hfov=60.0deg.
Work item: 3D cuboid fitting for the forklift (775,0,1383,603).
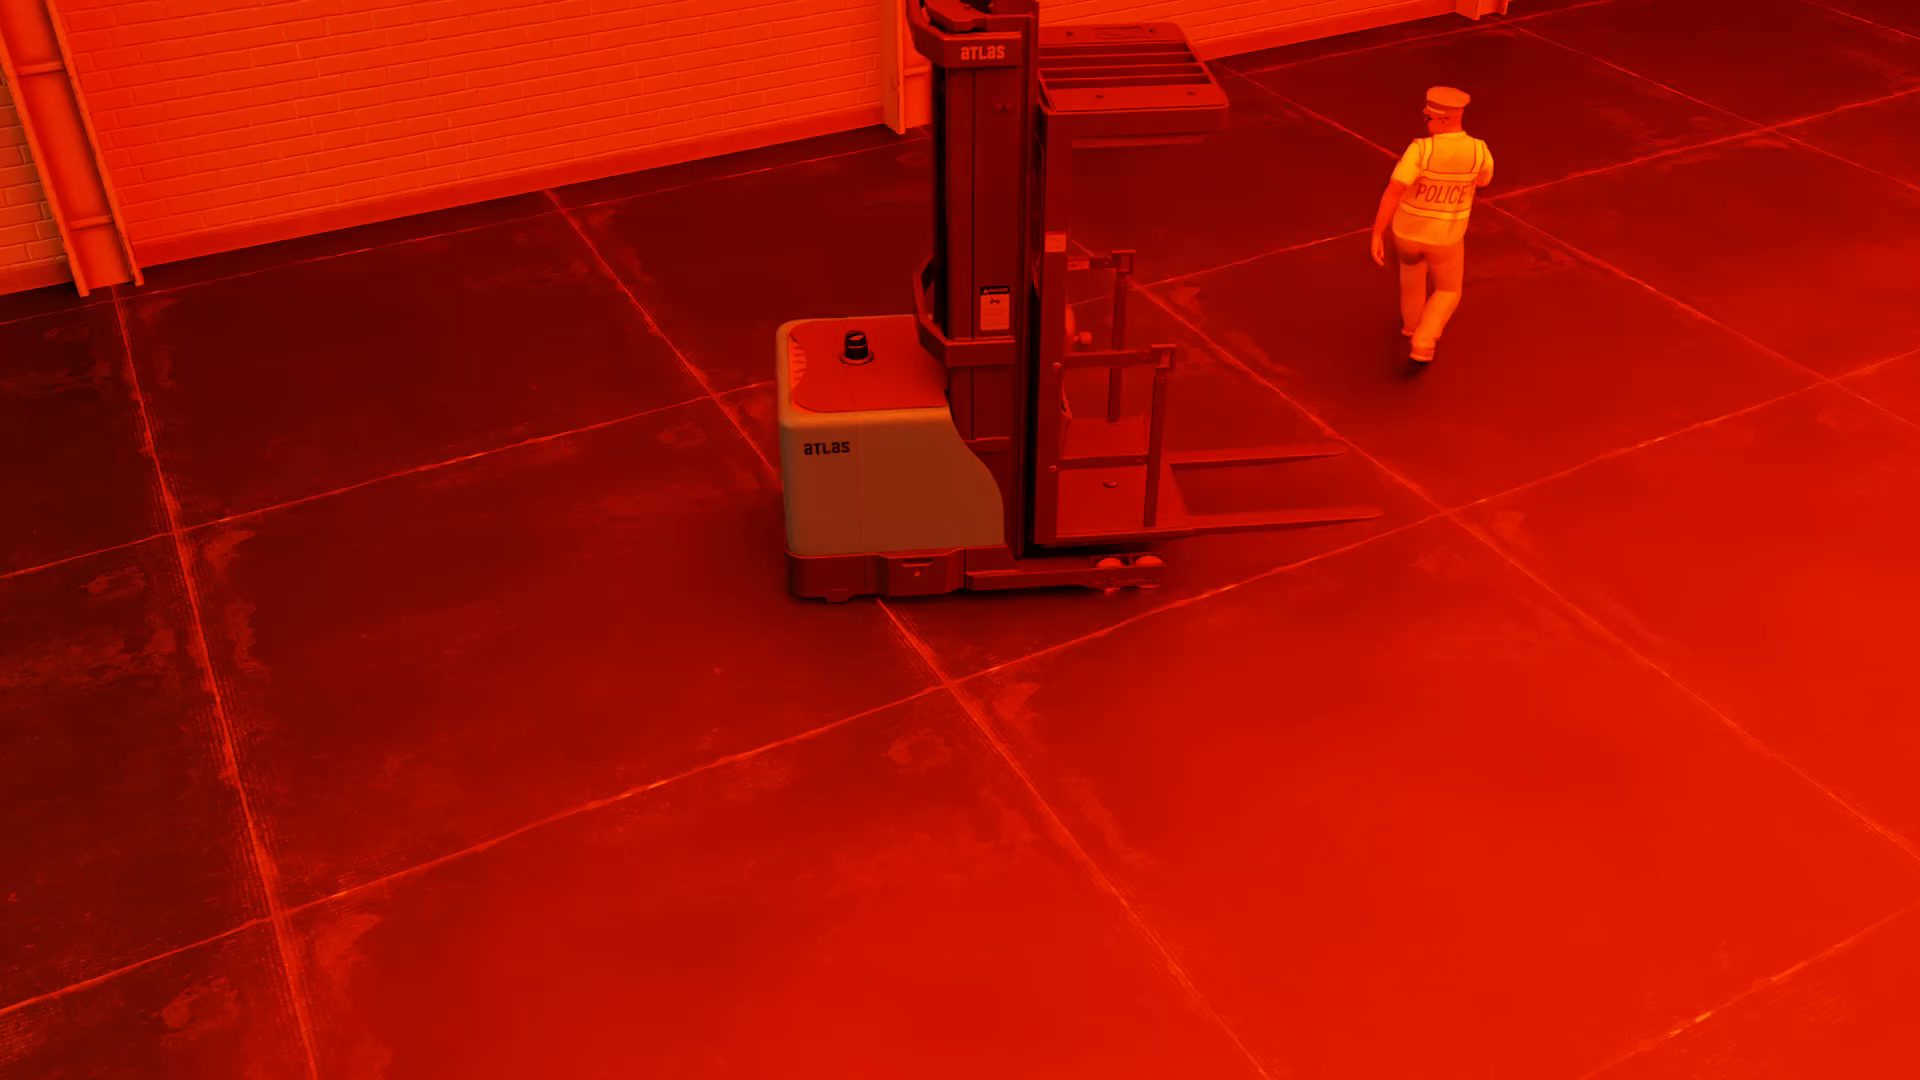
[{"bbox_3d":[0.610,-1.241,7.879,3.031,2.935,1.130,-3,35,-5],"label":"forklift"}]

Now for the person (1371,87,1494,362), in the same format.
[{"bbox_3d":[2.794,-1.858,9.878,0.583,1.667,0.883,12,37,17],"label":"person"}]
